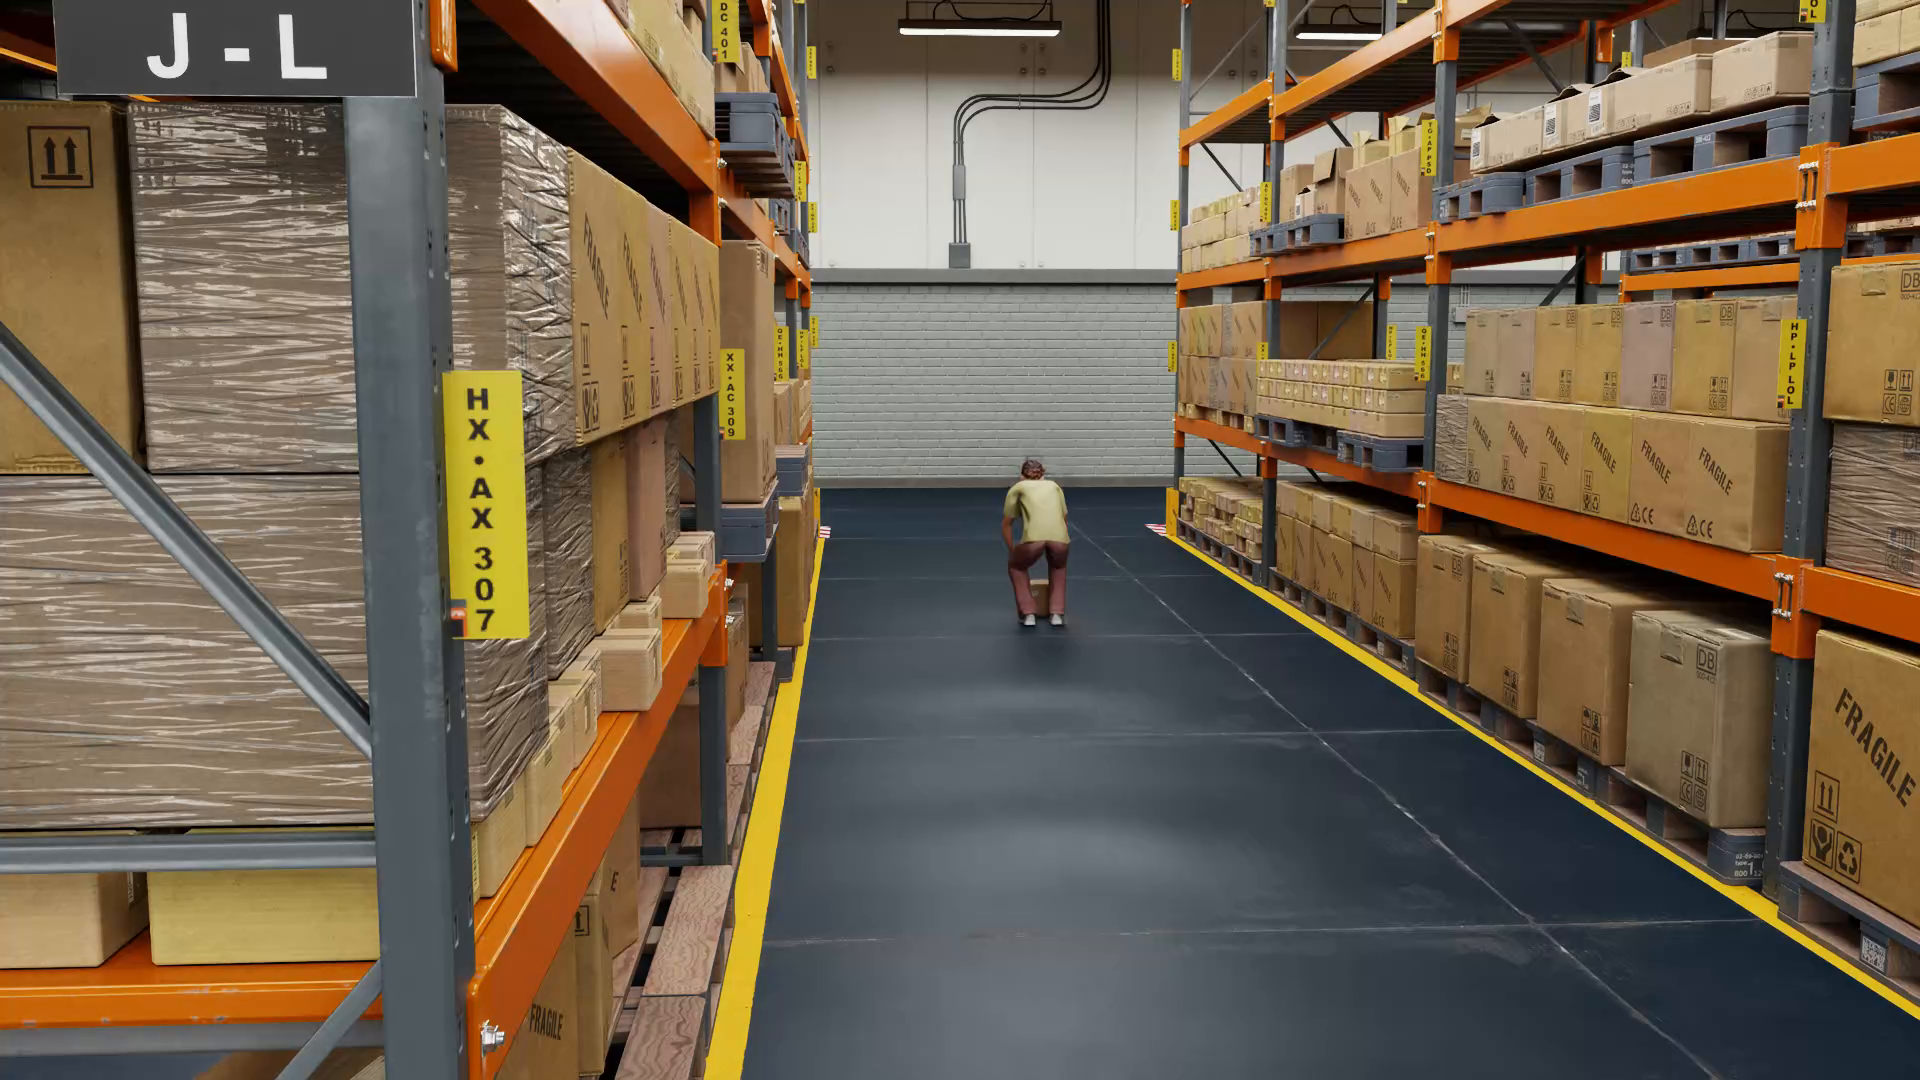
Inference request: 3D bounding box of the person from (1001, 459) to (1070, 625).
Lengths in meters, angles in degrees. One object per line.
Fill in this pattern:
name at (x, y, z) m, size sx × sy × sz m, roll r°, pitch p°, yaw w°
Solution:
person at (0.573, 0.020, 12.512) m, size 0.508 × 1.216 × 0.719 m, roll 0°, pitch 7°, yaw -4°
